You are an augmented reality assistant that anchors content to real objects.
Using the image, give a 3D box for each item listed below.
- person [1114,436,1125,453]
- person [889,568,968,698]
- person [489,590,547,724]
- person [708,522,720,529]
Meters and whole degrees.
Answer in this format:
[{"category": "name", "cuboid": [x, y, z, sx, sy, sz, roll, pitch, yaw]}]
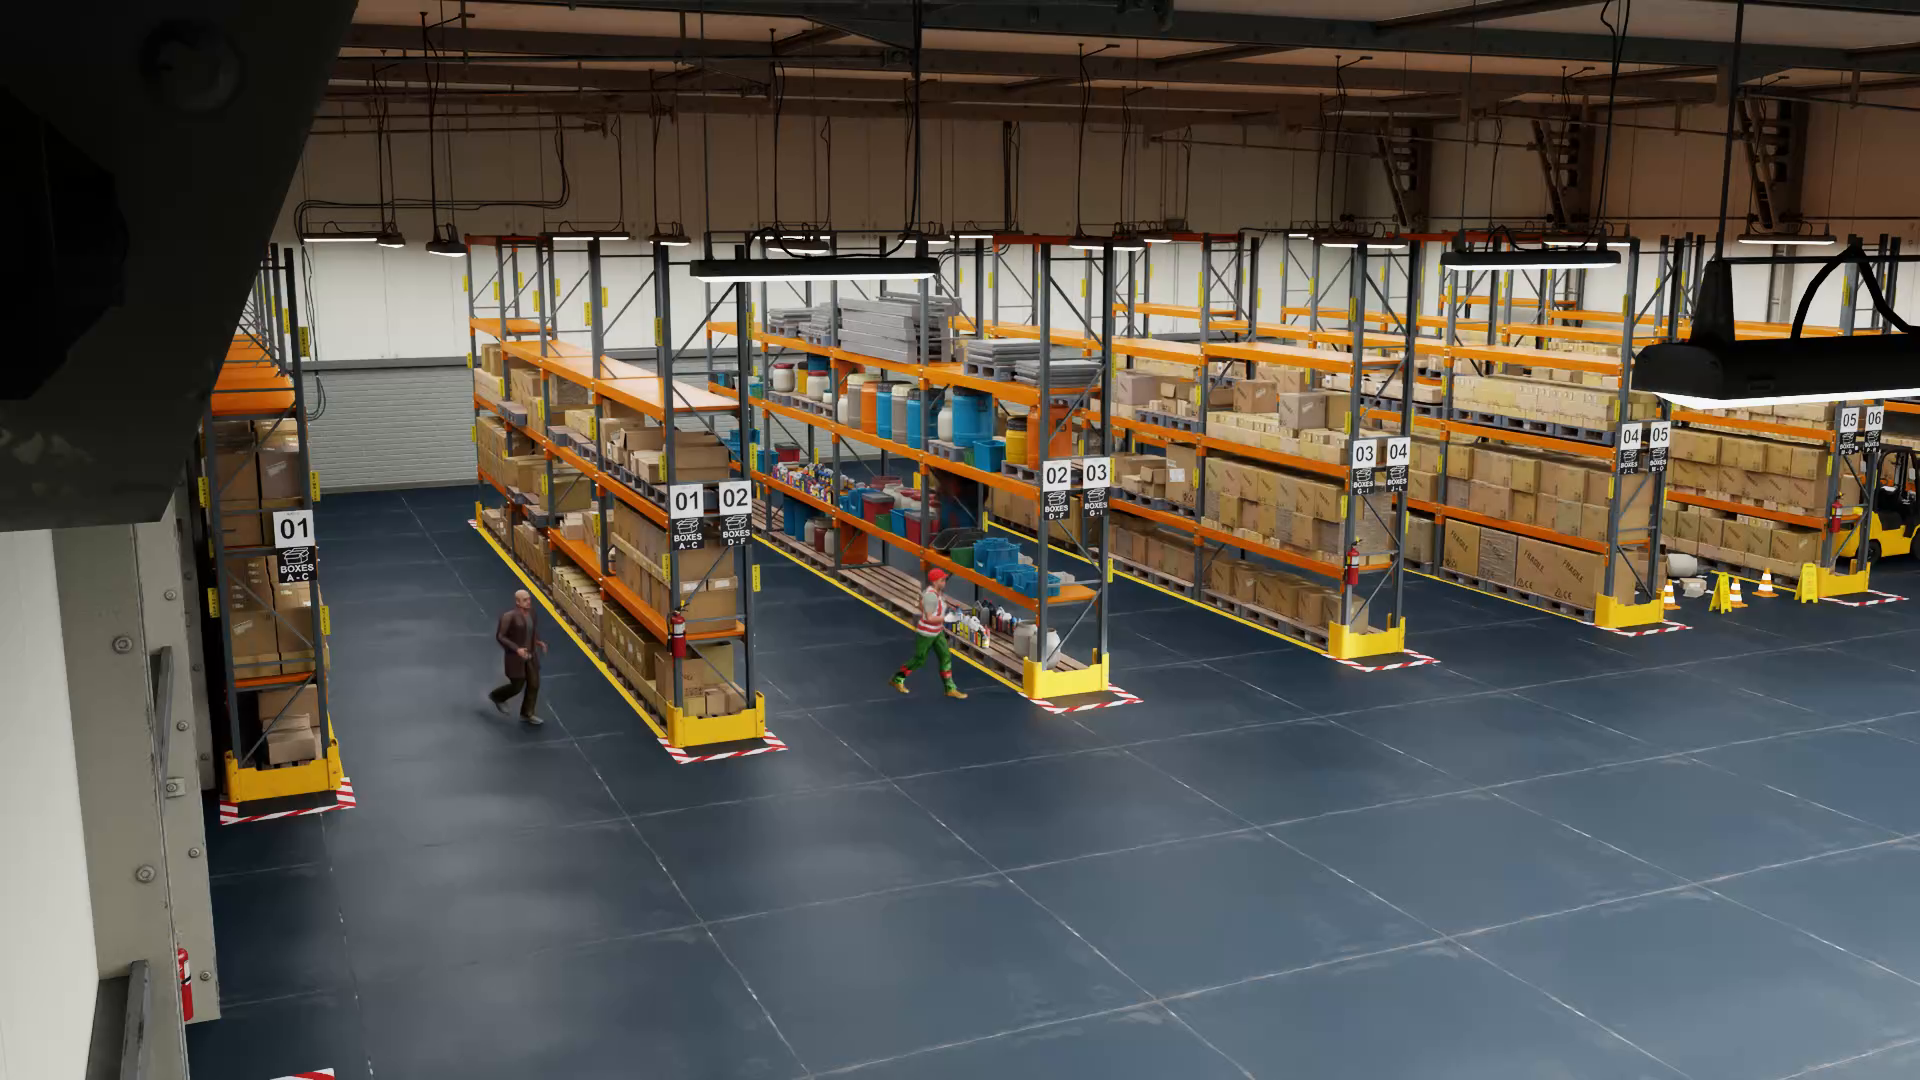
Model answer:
[{"category": "person", "cuboid": [4.157, -2.688, 42.270, 0.663, 1.755, 0.908, 11, 15, 44]}, {"category": "person", "cuboid": [-0.432, 1.229, 21.972, 1.041, 1.762, 0.628, 4, 12, 18]}, {"category": "person", "cuboid": [-5.657, 1.459, 21.103, 0.846, 1.730, 0.709, 8, 13, 35]}, {"category": "person", "cuboid": [-4.250, 0.139, 28.490, 0.720, 1.469, 0.981, -11, 15, -44]}]
